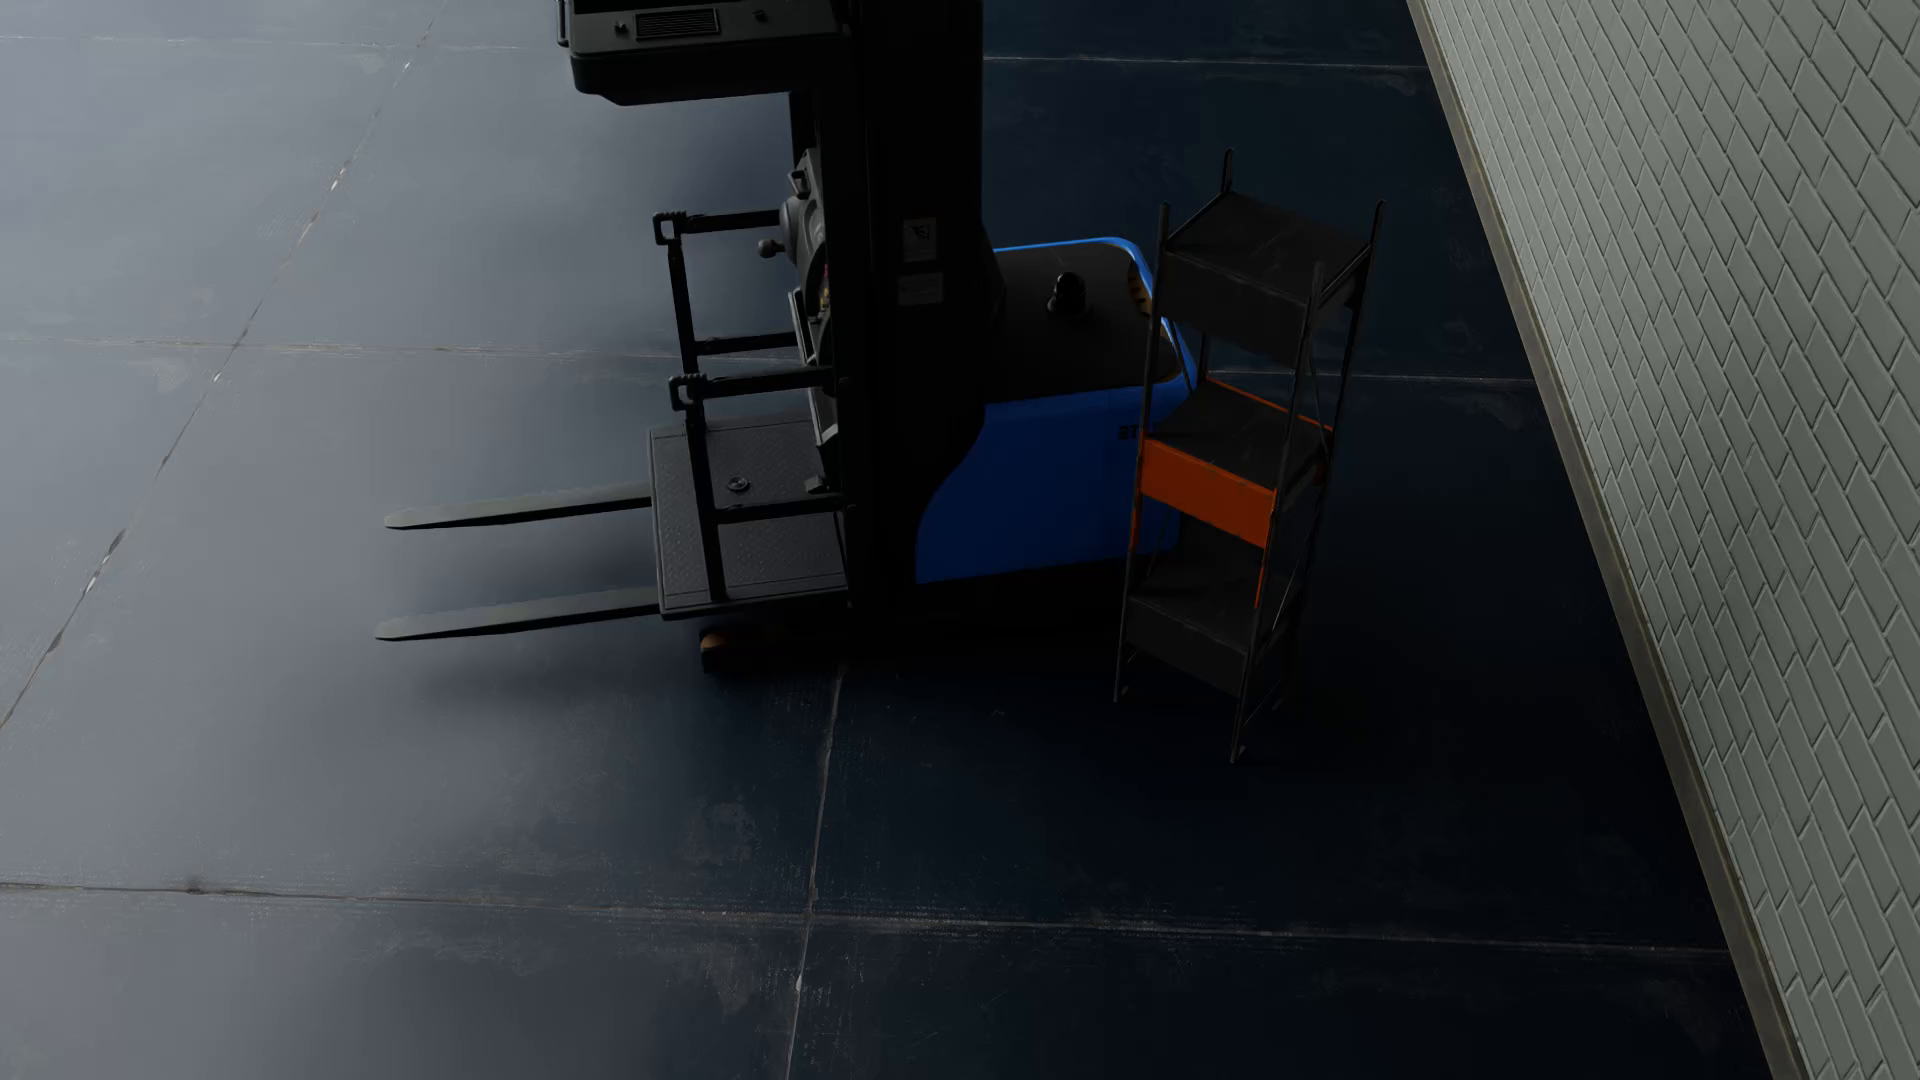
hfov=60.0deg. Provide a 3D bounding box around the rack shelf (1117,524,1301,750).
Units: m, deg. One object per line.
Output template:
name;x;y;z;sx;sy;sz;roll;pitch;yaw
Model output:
rack shelf;0.885;0.339;5.892;0.480;0.518;0.431;26;49;26

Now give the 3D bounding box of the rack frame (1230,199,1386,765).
rack frame;1.082;-0.085;5.301;0.015;2.100;0.400;26;49;26

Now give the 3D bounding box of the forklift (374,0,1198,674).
forklift;-0.702;-0.967;5.637;3.031;2.935;1.130;-7;43;-8

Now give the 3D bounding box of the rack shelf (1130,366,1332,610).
rack shelf;0.885;-0.173;5.415;0.480;0.518;0.431;26;49;26

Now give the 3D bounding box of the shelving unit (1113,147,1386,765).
shelving unit;0.885;-0.183;5.406;0.503;2.100;0.431;26;49;26

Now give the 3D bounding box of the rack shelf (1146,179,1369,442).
rack shelf;0.885;-0.685;4.938;0.480;0.518;0.431;26;49;26

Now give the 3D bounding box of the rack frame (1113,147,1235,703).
rack frame;0.688;-0.281;5.511;0.015;2.100;0.400;26;49;26
